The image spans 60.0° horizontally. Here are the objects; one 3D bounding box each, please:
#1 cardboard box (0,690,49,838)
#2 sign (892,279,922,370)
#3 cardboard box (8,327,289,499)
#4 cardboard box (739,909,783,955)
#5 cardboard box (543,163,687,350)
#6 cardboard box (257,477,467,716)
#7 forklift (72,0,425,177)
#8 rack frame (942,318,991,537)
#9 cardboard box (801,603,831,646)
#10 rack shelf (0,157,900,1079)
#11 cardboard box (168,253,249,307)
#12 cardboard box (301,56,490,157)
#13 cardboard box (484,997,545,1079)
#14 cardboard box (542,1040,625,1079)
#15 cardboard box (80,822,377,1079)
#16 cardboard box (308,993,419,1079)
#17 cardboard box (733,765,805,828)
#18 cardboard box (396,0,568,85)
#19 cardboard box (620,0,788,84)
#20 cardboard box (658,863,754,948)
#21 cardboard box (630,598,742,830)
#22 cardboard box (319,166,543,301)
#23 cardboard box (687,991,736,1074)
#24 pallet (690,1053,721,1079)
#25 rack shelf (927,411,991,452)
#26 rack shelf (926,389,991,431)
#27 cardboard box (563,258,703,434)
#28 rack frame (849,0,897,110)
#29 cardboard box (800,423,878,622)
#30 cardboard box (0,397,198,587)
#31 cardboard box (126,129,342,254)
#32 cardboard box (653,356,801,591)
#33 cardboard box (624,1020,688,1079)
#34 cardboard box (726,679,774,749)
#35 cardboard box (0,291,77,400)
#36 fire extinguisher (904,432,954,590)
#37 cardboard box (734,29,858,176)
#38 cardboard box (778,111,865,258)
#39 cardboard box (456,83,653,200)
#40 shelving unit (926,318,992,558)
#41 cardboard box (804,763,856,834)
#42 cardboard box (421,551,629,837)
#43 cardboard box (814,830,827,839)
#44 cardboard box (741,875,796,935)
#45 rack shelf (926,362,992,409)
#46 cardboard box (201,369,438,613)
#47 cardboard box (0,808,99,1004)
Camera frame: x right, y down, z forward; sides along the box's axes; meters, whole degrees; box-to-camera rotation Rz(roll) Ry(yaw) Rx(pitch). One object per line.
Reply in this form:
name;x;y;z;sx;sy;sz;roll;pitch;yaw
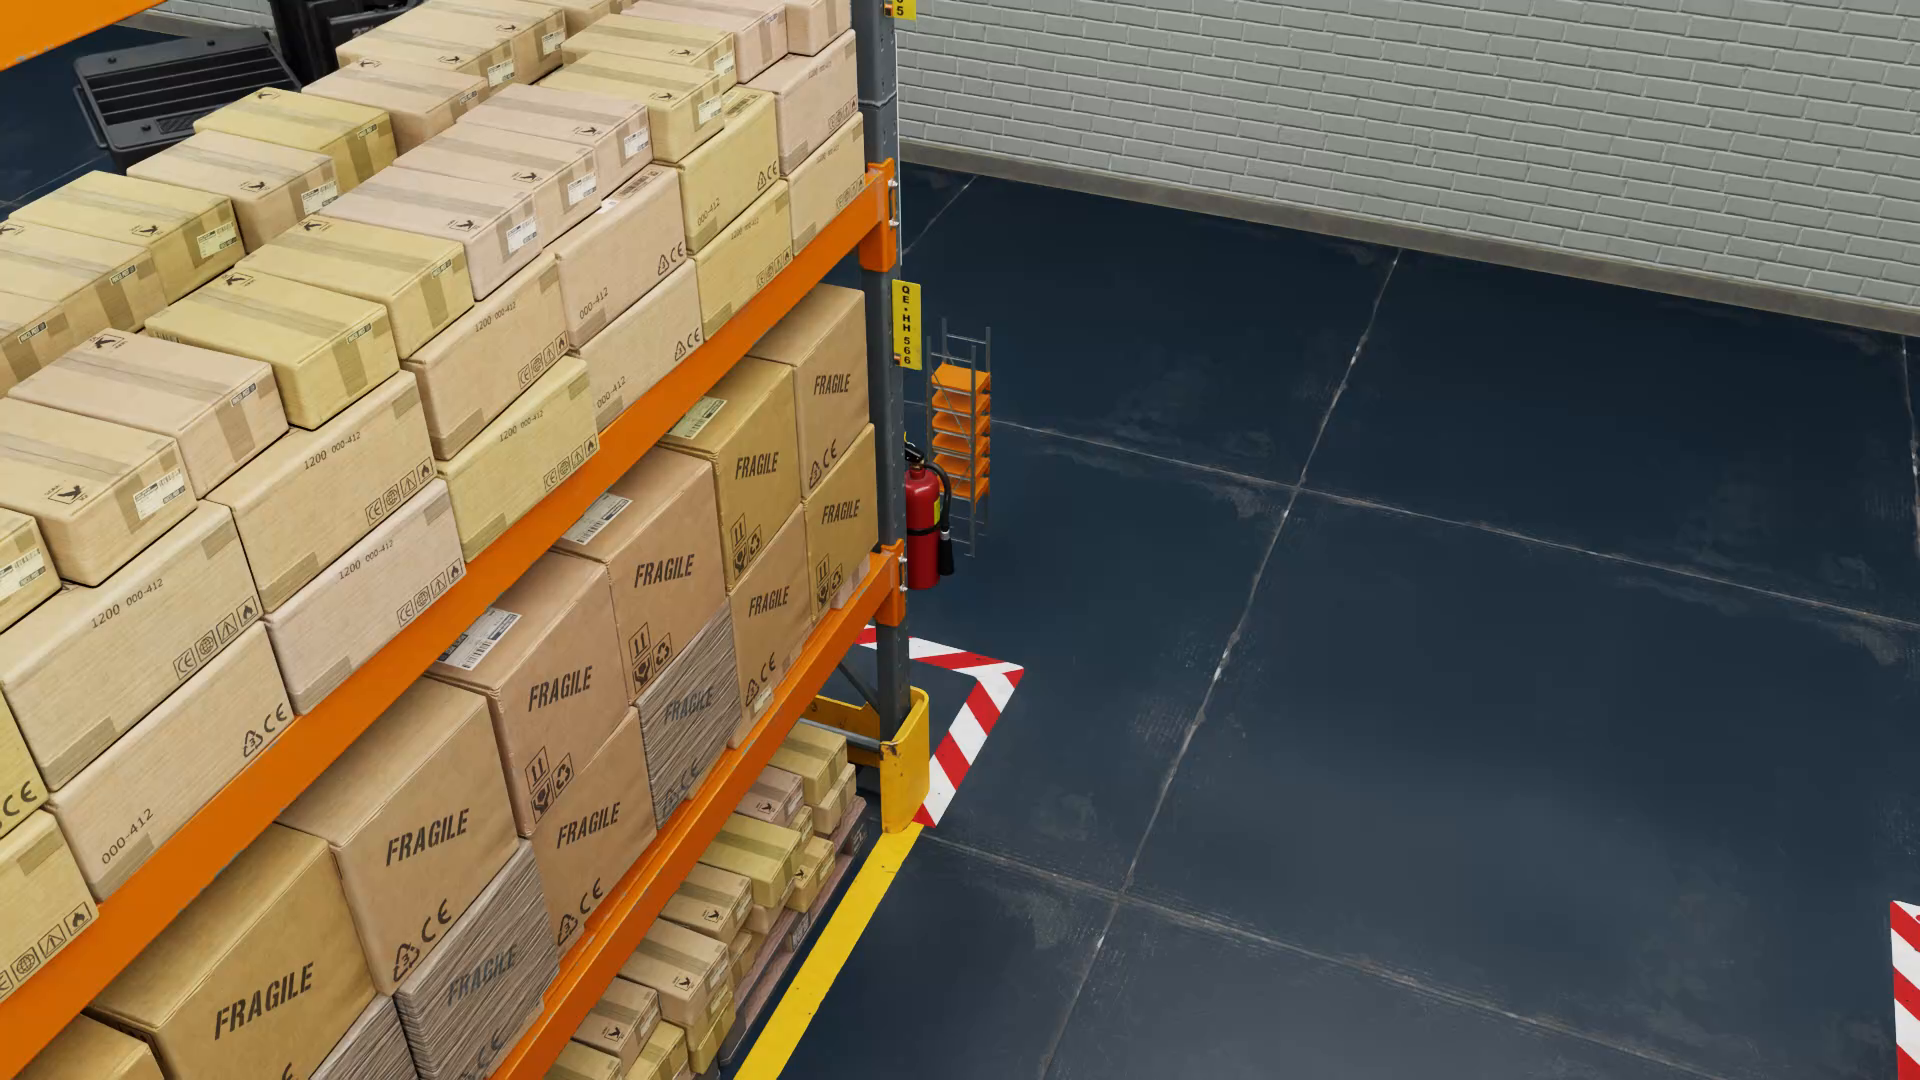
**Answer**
cardboard box;-1.800;0.395;2.520;0.500;0.250;0.500;15;39;19
sign;-0.178;-0.719;5.577;0.100;0.325;0.005;14;39;18
cardboard box;-1.473;-0.235;3.030;0.380;0.149;0.250;13;39;16
cardboard box;-0.875;1.338;6.086;0.380;0.149;0.250;14;39;18
cardboard box;-1.014;-0.729;4.023;0.500;0.250;0.500;14;39;18
cardboard box;-1.387;0.047;3.403;0.500;0.250;0.500;15;39;20
forklift;-2.982;-1.017;7.264;3.031;2.935;1.130;-20;41;-24
rack frame;0.029;-0.523;8.049;0.240;1.200;0.006;14;39;18
cardboard box;-0.675;0.208;5.777;0.380;0.149;0.250;14;39;18
rack shelf;-1.444;-0.072;4.038;1.077;0.370;4.000;14;39;18
cardboard box;-1.683;-0.578;3.821;0.500;0.250;0.500;12;39;16
cardboard box;-1.395;-1.069;4.145;0.380;0.149;0.250;15;39;19
cardboard box;-1.339;1.226;4.415;0.380;0.149;0.250;16;39;20
cardboard box;-1.264;1.681;5.131;0.380;0.149;0.250;14;39;18
cardboard box;-1.625;0.904;3.470;0.500;0.500;0.500;13;39;16
cardboard box;-1.602;1.297;3.779;0.500;0.500;0.500;14;39;18
cardboard box;-0.799;0.946;6.114;0.380;0.149;0.250;15;39;19
cardboard box;-1.302;-1.370;4.548;0.380;0.149;0.250;14;39;18
cardboard box;-0.703;-1.398;4.585;0.380;0.149;0.250;14;39;18
cardboard box;-0.937;1.247;5.711;0.380;0.149;0.250;12;39;16
cardboard box;-1.001;0.449;4.914;0.500;0.500;0.500;14;39;18
cardboard box;-1.144;-0.670;3.612;0.380;0.149;0.250;13;39;16
cardboard box;-0.996;1.633;5.691;0.380;0.149;0.250;12;38;16
pallet;-1.520;2.007;5.490;1.003;0.211;1.213;14;39;18
rack shelf;-0.005;-0.533;7.936;0.258;0.103;0.180;14;39;18
rack shelf;-0.005;-0.629;7.865;0.258;0.103;0.180;14;39;18
cardboard box;-1.000;-0.540;4.188;0.500;0.250;0.500;16;39;20
rack frame;-0.683;-2.669;4.407;1.000;3.000;0.127;14;39;18
cardboard box;-0.616;-0.118;5.672;0.500;0.500;0.500;15;39;19
cardboard box;-1.552;-0.088;2.832;0.380;0.149;0.250;13;39;16
cardboard box;-1.635;-0.787;3.768;0.380;0.149;0.250;15;39;19
cardboard box;-0.820;-0.236;4.994;0.500;0.500;0.500;13;39;16
cardboard box;-1.116;1.661;5.406;0.380;0.149;0.250;16;40;20
cardboard box;-0.832;0.497;5.391;0.380;0.149;0.250;15;39;19
cardboard box;-1.950;-0.368;3.207;0.380;0.149;0.250;12;39;16
fire extinguisher;-0.161;-0.120;6.383;0.296;0.674;0.183;14;39;18
cardboard box;-0.623;-1.295;4.781;0.500;0.250;0.500;13;39;16
cardboard box;-0.612;-1.096;4.932;0.500;0.250;0.500;13;39;17
cardboard box;-0.972;-0.963;4.003;0.380;0.149;0.250;13;39;17
shelving unit;-0.005;-0.473;7.982;0.258;1.200;0.189;14;39;18
cardboard box;-0.620;0.945;6.363;0.380;0.149;0.250;13;39;17
cardboard box;-1.208;0.348;4.213;0.500;0.500;0.500;13;39;16
cardboard box;-0.691;1.046;6.477;0.380;0.149;0.250;14;39;18
cardboard box;-0.816;1.233;5.978;0.380;0.149;0.250;12;38;16
rack shelf;-0.005;-0.725;7.793;0.258;0.103;0.180;14;39;18
cardboard box;-1.402;-0.155;3.256;0.500;0.250;0.500;15;39;19
cardboard box;-1.785;0.611;2.649;0.500;0.250;0.500;16;40;20
